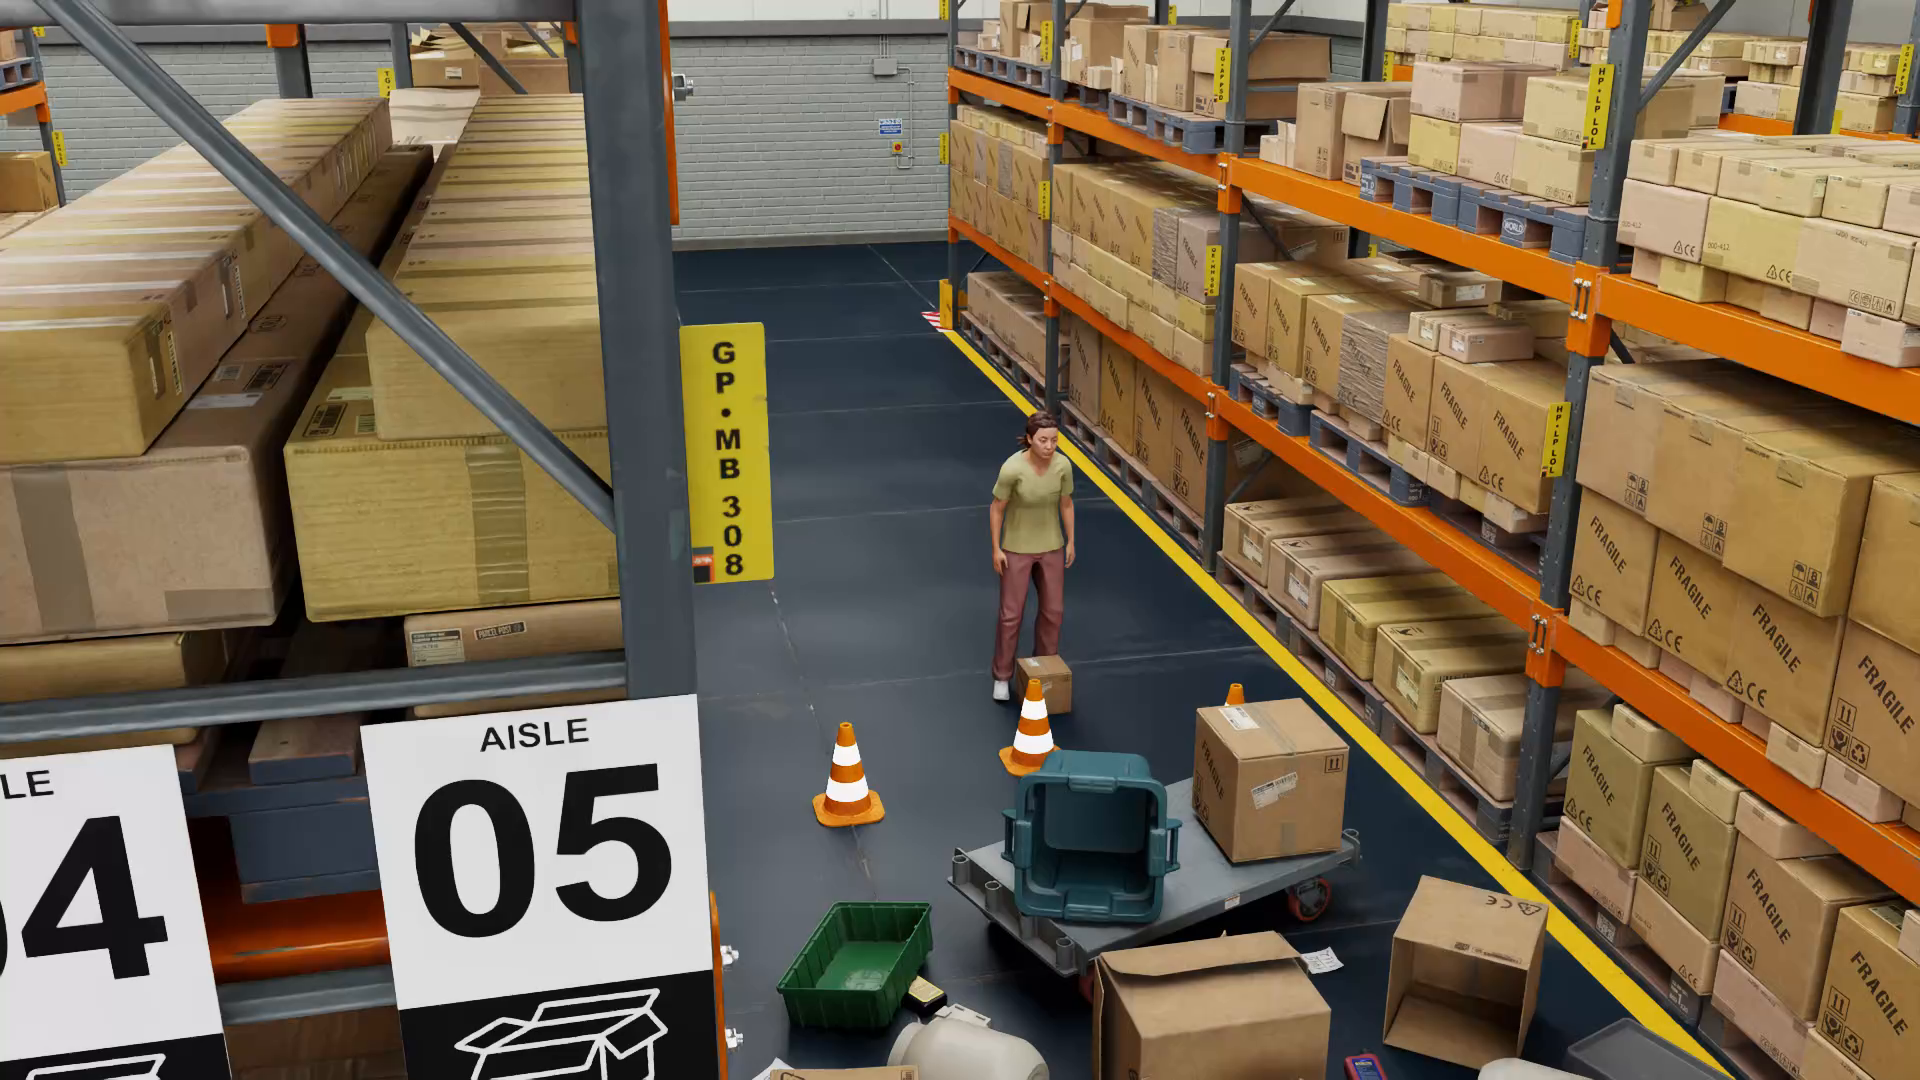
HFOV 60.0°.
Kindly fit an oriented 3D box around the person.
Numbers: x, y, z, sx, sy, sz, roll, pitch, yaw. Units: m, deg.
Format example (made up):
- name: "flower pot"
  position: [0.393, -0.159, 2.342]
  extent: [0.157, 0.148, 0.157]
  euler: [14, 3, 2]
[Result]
- name: "person"
  position: [0.414, 0.070, 9.378]
  extent: [0.521, 1.672, 0.355]
  euler: [-6, 20, -16]
